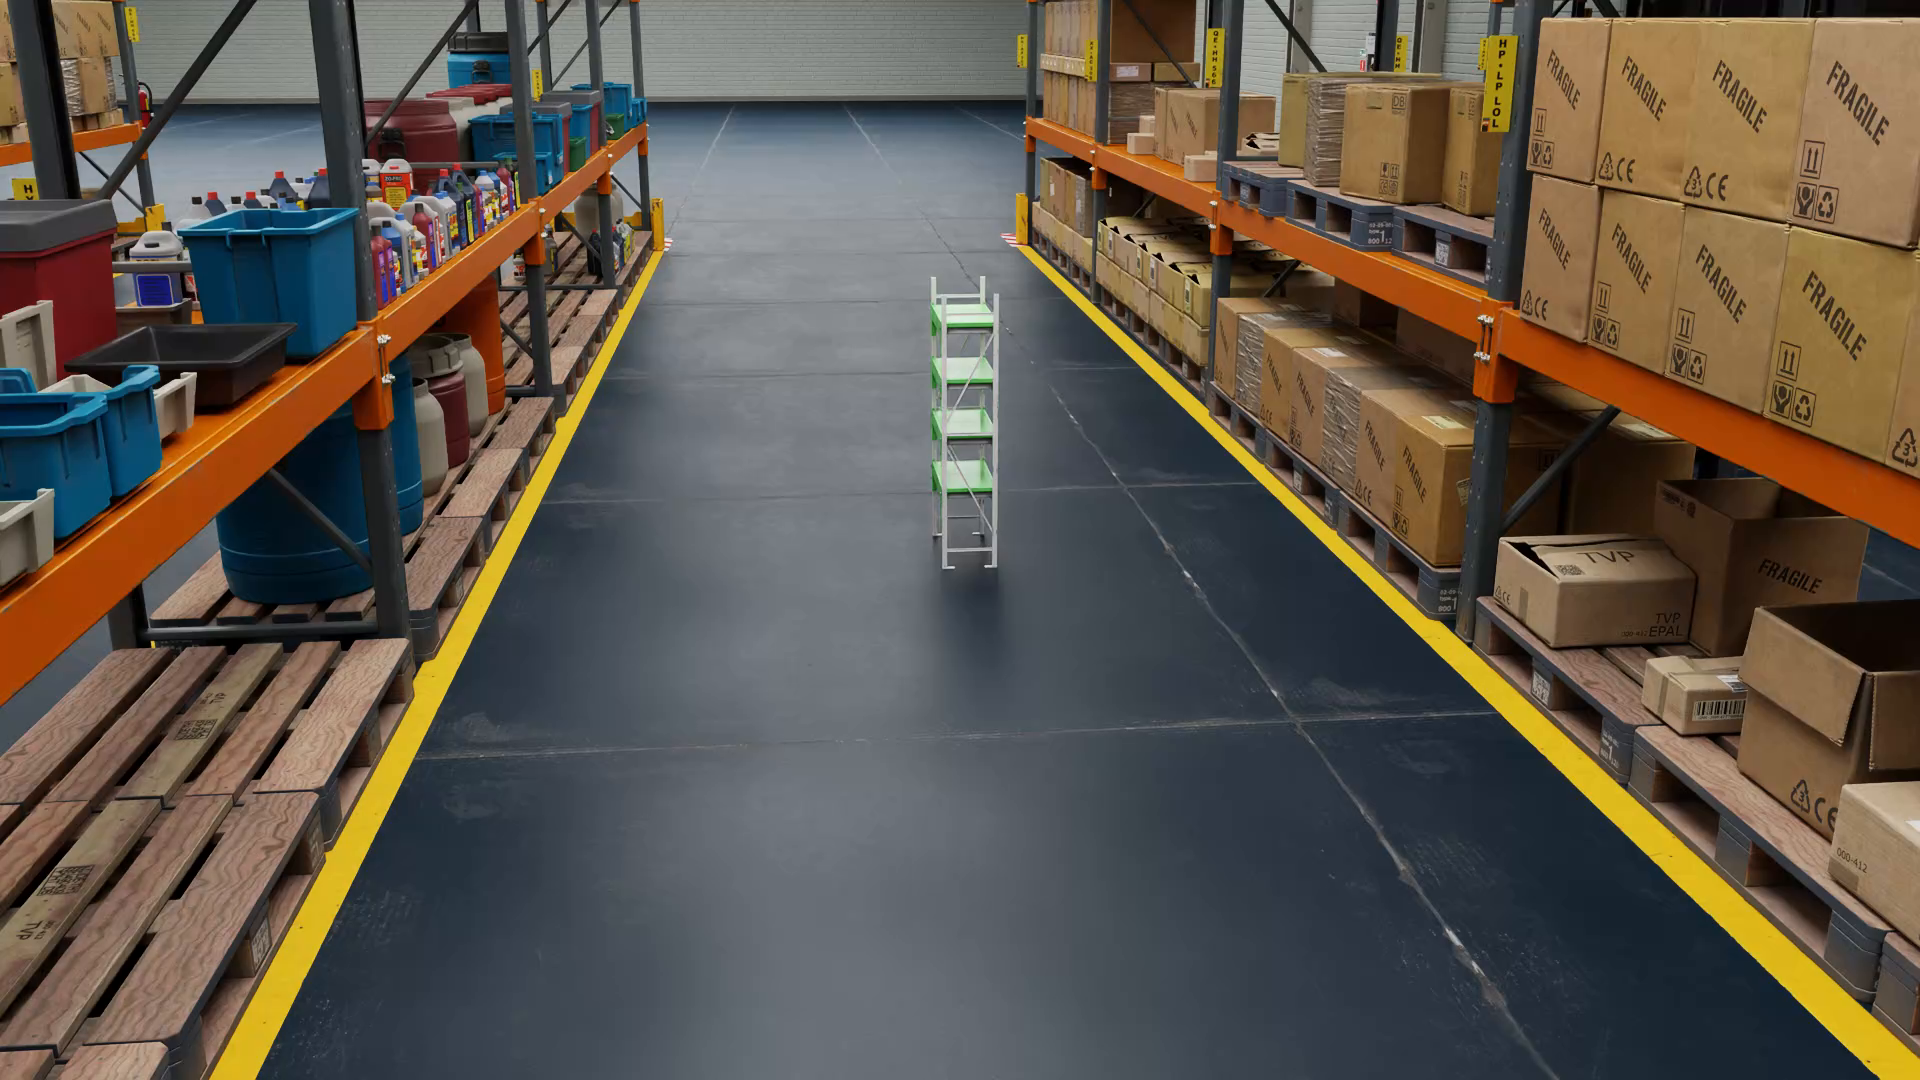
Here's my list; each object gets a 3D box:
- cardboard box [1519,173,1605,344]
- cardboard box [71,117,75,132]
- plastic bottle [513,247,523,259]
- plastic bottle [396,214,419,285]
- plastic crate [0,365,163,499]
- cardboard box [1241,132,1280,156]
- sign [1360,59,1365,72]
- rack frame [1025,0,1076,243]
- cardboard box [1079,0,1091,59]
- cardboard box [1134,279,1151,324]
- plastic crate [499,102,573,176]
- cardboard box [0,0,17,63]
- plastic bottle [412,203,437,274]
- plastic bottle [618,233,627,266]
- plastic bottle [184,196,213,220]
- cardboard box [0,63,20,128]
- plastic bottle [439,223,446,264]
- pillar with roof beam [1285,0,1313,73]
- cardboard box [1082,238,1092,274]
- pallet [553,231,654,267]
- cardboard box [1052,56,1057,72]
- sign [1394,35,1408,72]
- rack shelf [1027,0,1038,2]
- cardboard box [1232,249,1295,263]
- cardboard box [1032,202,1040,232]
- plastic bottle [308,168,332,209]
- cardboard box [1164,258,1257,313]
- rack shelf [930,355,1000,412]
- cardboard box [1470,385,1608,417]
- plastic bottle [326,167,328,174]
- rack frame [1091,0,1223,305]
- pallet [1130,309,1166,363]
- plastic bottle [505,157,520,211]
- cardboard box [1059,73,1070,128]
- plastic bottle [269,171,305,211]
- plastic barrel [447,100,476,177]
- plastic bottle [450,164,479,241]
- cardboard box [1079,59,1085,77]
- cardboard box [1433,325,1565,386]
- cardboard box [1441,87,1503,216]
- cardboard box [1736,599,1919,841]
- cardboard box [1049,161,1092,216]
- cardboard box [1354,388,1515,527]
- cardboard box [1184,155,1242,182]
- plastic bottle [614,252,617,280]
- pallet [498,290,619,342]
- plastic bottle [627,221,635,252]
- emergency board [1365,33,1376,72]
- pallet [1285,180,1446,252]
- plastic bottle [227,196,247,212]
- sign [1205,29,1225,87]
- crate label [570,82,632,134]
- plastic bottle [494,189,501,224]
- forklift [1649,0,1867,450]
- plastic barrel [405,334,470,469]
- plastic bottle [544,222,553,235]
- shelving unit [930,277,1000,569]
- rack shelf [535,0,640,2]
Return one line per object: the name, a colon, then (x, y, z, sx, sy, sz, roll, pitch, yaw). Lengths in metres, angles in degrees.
cardboard box: (2.219, -0.947, 5.518, 0.500, 0.500, 0.500, -1, 17, -4)
cardboard box: (-8.275, -3.759, 15.063, 0.380, 0.149, 0.250, -2, 18, -6)
plastic bottle: (-3.693, -2.338, 13.917, 0.061, 0.283, 0.133, -1, 17, -3)
plastic bottle: (-2.182, -1.140, 6.516, 0.097, 0.271, 0.097, 0, 17, 0)
plastic crate: (-1.943, -0.230, 3.581, 0.416, 0.233, 0.300, -2, 18, -6)
cardboard box: (2.125, -2.481, 10.721, 0.500, 0.311, 0.500, -2, 18, -6)
sign: (6.268, -7.317, 25.916, 0.001, 0.329, 0.234, -2, 18, -6)
rack frame: (1.199, -4.635, 17.431, 1.000, 3.000, 0.127, -2, 18, -6)
cardboard box: (1.455, -4.541, 14.801, 0.700, 0.500, 0.500, -2, 18, -6)
cardboard box: (1.566, -1.745, 12.118, 0.500, 0.250, 0.500, -1, 17, -5)
plastic crate: (-2.765, -2.621, 10.910, 0.402, 0.464, 0.583, -2, 18, -6)
cardboard box: (-8.140, -4.244, 13.856, 0.500, 0.500, 0.500, -2, 18, -6)
plastic bottle: (-2.195, -1.239, 6.810, 0.061, 0.283, 0.133, -2, 18, -6)
plastic bottle: (-2.981, -2.565, 14.639, 0.061, 0.283, 0.133, -1, 17, -3)
plastic bottle: (-2.911, -1.148, 6.407, 0.144, 0.351, 0.185, -2, 18, -6)
cardboard box: (-8.244, -3.614, 13.516, 0.875, 0.500, 0.500, -2, 18, -6)
plastic bottle: (-2.239, -1.274, 7.057, 0.097, 0.201, 0.097, 0, 17, 0)
pillar with roof beam: (1.539, -10.911, 27.409, 9.100, 9.000, 0.400, -2, 18, -6)
cardboard box: (1.347, -2.463, 14.403, 0.500, 0.250, 0.500, -2, 18, -6)
pallet: (-3.595, -2.889, 16.526, 1.003, 0.211, 1.213, -2, 18, -6)
cardboard box: (1.104, -4.640, 16.199, 0.380, 0.149, 0.250, -2, 18, -6)
sign: (2.563, -2.785, 9.740, 0.100, 0.325, 0.005, -2, 18, -6)
rack shelf: (1.406, -5.127, 15.192, 1.077, 0.370, 4.000, -2, 18, -6)
cardboard box: (2.150, -1.880, 11.612, 0.500, 0.311, 0.500, -2, 18, -7)
cardboard box: (1.033, -3.356, 17.250, 0.500, 0.250, 0.500, -2, 18, -6)
plastic bottle: (-2.887, -1.521, 7.595, 0.144, 0.351, 0.185, -2, 18, -6)
cardboard box: (1.665, -1.710, 11.070, 0.500, 0.311, 0.500, -2, 18, -6)
rack shelf: (0.017, -0.691, 7.288, 0.258, 0.148, 0.480, -2, 18, -6)
cardboard box: (2.563, -0.387, 7.340, 0.500, 0.500, 0.500, -2, 17, -5)
plastic bottle: (-3.164, -1.725, 8.360, 0.061, 0.283, 0.133, -2, 18, -6)
rack frame: (1.612, -3.443, 13.635, 1.000, 3.000, 0.127, -2, 18, -6)
pallet: (1.856, -1.530, 12.197, 1.003, 0.211, 1.213, -2, 18, -6)
plastic bottle: (-2.437, -1.936, 9.031, 0.061, 0.283, 0.133, -2, 18, -6)
cardboard box: (1.339, -4.238, 16.002, 0.700, 0.500, 0.500, -2, 18, -5)
plastic bottle: (-3.024, -1.476, 7.452, 0.144, 0.351, 0.185, -2, 18, -6)
plastic barrel: (-3.221, -2.452, 10.294, 0.421, 0.512, 0.421, 0, 17, 0)
plastic bottle: (-2.344, -1.579, 7.781, 0.144, 0.351, 0.185, -2, 18, -6)
cardboard box: (1.268, -4.178, 14.726, 0.380, 0.149, 0.250, -2, 18, -6)
cardboard box: (2.526, -0.884, 7.672, 0.500, 0.250, 0.500, -2, 18, -6)
cardboard box: (2.477, -1.658, 7.083, 0.700, 0.500, 0.500, 1, 17, 3)
cardboard box: (2.636, 0.481, 4.569, 0.797, 0.503, 0.637, -2, 18, -6)
cardboard box: (1.151, -3.417, 16.190, 0.500, 0.500, 0.500, -2, 18, -6)
cardboard box: (2.058, -0.362, 7.262, 0.500, 0.500, 0.500, -2, 18, -5)
cardboard box: (1.657, -2.391, 10.703, 0.380, 0.149, 0.250, -2, 18, -6)
plastic bottle: (-2.912, -2.308, 13.840, 0.097, 0.271, 0.097, 0, 17, 0)
pallet: (-3.196, -1.728, 12.828, 1.003, 0.211, 1.213, -2, 18, -6)
plastic bottle: (-3.072, -2.829, 15.480, 0.061, 0.283, 0.133, -1, 17, -4)
emergency board: (6.223, -7.132, 25.386, 0.194, 1.169, 0.643, -2, 18, -6)
pallet: (2.230, -1.580, 8.023, 1.003, 0.211, 1.213, -2, 18, -6)
plastic bottle: (-2.767, -1.152, 6.421, 0.144, 0.351, 0.185, -2, 18, -6)
sign: (1.473, -2.785, 9.608, 0.100, 0.325, 0.005, -2, 18, -6)
crate label: (-3.269, -3.959, 15.222, 0.502, 0.435, 0.616, -2, 18, -6)
plastic bottle: (-2.389, -1.706, 8.436, 0.097, 0.201, 0.097, 0, 17, 0)
forklift: (4.594, -2.235, 9.903, 1.130, 2.935, 3.031, 6, 18, 18)
plastic barrel: (-2.719, -0.667, 8.119, 0.600, 0.588, 0.708, -2, 18, -6)
plastic bottle: (-3.851, -2.841, 15.539, 0.097, 0.271, 0.097, 0, 17, 0)
shelving unit: (0.017, -0.523, 7.340, 0.258, 1.200, 0.503, -2, 18, -6)
rack shelf: (-3.522, -4.975, 14.708, 1.077, 0.370, 4.000, -2, 18, -6)
